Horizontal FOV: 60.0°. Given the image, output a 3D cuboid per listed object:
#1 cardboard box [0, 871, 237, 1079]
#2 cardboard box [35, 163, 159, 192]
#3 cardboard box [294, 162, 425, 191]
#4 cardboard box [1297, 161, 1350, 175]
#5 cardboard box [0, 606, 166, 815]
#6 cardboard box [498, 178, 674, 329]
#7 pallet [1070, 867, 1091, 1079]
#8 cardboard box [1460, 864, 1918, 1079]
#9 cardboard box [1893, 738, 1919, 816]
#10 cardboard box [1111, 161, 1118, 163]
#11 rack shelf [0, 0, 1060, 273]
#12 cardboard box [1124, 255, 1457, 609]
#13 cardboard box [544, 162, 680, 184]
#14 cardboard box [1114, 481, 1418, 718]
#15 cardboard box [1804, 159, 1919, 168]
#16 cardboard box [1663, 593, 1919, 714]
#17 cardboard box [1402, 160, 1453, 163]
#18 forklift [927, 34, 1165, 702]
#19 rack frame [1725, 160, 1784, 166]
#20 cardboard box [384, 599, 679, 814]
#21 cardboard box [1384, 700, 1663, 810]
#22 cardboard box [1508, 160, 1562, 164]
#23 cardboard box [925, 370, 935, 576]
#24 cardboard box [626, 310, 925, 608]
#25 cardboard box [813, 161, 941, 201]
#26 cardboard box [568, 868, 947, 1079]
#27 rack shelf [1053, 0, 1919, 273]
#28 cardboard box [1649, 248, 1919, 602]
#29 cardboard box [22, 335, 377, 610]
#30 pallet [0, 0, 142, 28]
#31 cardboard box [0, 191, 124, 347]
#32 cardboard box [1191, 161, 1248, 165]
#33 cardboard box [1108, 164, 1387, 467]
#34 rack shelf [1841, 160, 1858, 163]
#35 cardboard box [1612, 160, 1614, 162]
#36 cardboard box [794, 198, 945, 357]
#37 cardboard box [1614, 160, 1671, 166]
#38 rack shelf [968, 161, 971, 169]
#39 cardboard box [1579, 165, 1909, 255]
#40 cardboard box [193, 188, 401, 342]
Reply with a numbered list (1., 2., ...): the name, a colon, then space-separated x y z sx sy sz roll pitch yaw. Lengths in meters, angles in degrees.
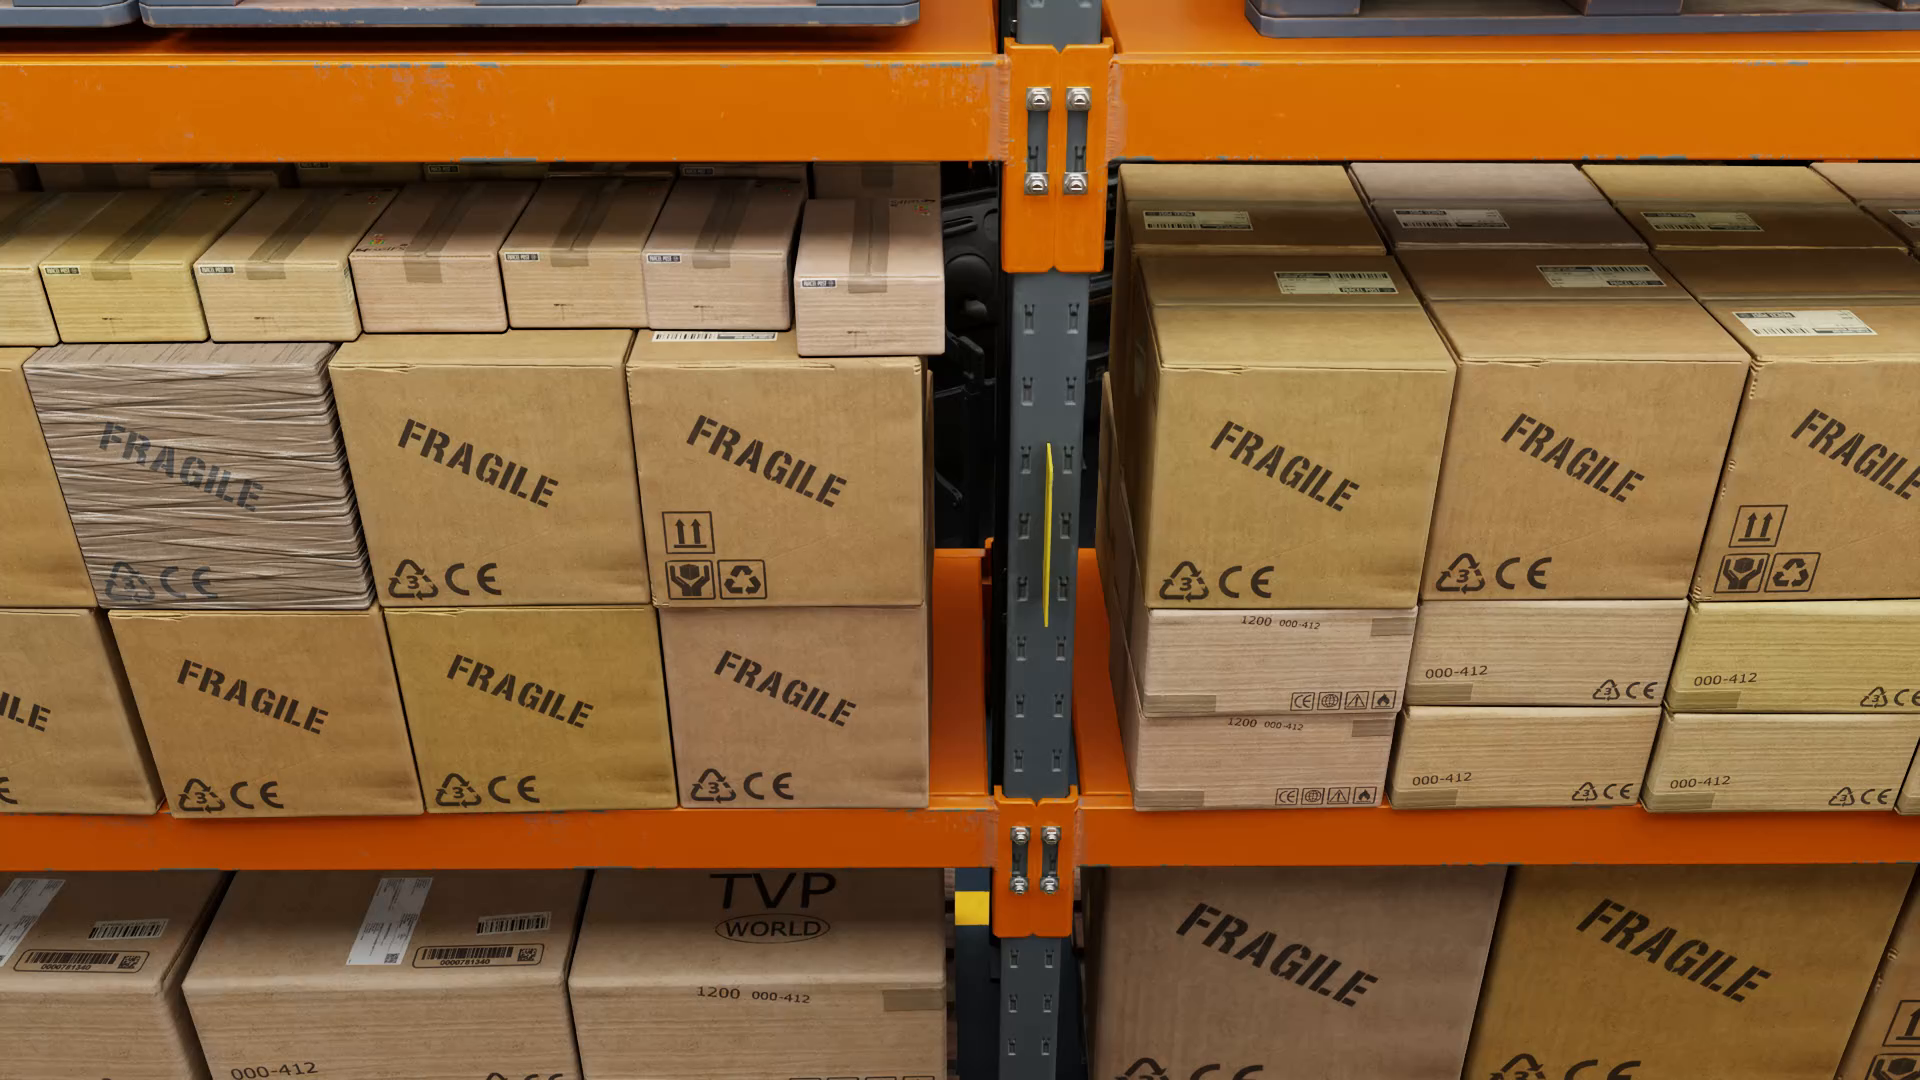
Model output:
1. cardboard box: -2.275 0.977 4.313 0.875 0.438 0.875 1 31 1
2. cardboard box: -1.690 -0.776 3.452 0.250 0.149 0.380 0 31 0
3. cardboard box: -1.193 -0.785 3.466 0.250 0.149 0.380 -1 31 -2
4. cardboard box: 1.783 -1.753 8.126 0.250 0.149 0.380 1 31 1
5. cardboard box: -1.852 0.209 3.418 0.500 0.500 0.500 1 31 1
6. cardboard box: -0.669 -0.531 3.048 0.250 0.149 0.380 0 31 0
7. pallet: 0.922 1.261 4.469 1.213 0.211 1.003 0 31 0
8. cardboard box: 1.673 0.789 4.202 0.875 0.875 0.875 1 31 1
9. cardboard box: 2.122 0.317 3.480 0.500 0.250 0.500 -1 31 -1
10. cardboard box: 0.737 -1.869 8.031 0.250 0.149 0.380 -2 31 -3
11. rack shelf: -1.849 -0.859 3.075 4.000 0.370 1.077 0 31 0
12. cardboard box: 0.592 -0.213 3.148 0.500 0.500 0.500 0 31 0
13. cardboard box: -0.678 -0.739 3.391 0.250 0.149 0.380 -1 31 -1
14. cardboard box: 0.592 0.105 3.347 0.500 0.250 0.500 -1 31 -2
15. cardboard box: 4.741 -1.636 8.440 0.625 0.625 0.875 1 31 1
16. cardboard box: 1.618 0.101 3.354 0.500 0.250 0.500 0 31 0
17. cardboard box: 2.298 -1.743 8.110 0.250 0.149 0.380 -2 31 -3
18. forklift: 0.337 -0.940 5.474 1.130 2.935 3.031 -16 35 -25
19. rack frame: 4.117 -2.477 7.941 0.127 3.000 1.000 0 31 0
20. cardboard box: -0.826 0.206 3.423 0.500 0.500 0.500 -1 31 -2
21. cardboard box: 1.110 0.307 3.496 0.500 0.250 0.500 -1 31 -2
22. cardboard box: 2.824 -1.760 8.139 0.250 0.149 0.380 1 31 1
23. cardboard box: -0.320 -0.067 3.873 0.500 0.500 0.500 1 31 1
24. cardboard box: -0.320 -0.216 3.153 0.500 0.500 0.500 0 31 -1
25. cardboard box: -0.167 -0.771 3.444 0.250 0.149 0.380 -1 31 -1
26. cardboard box: -0.478 0.972 4.321 0.875 0.438 0.875 -1 31 -1
27. rack shelf: 2.150 -0.871 3.096 4.000 0.370 1.077 0 31 0
28. cardboard box: 1.602 -0.229 3.175 0.500 0.500 0.500 -1 31 -2
29. cardboard box: -1.336 -0.212 3.147 0.500 0.500 0.500 0 31 0
30. pallet: -1.885 -1.135 2.923 1.213 0.211 1.003 0 31 0
31. cardboard box: -1.680 -0.492 2.983 0.250 0.149 0.380 0 31 0
32. cardboard box: 1.284 -1.772 8.158 0.250 0.149 0.380 -1 31 -1
33. cardboard box: 0.596 -0.492 3.609 0.500 0.500 0.500 1 31 1
34. rack shelf: 6.117 -2.176 8.138 4.000 0.370 1.077 0 31 0
35. cardboard box: 3.328 -2.039 8.598 0.250 0.149 0.380 1 31 1
36. cardboard box: -0.156 -0.472 2.950 0.250 0.149 0.380 -1 31 -1
37. cardboard box: 3.352 -1.716 8.065 0.250 0.149 0.380 -2 31 -3
38. rack shelf: -1.883 -2.151 8.097 4.000 0.370 1.077 0 31 0
39. cardboard box: 1.620 -0.489 3.604 0.500 0.500 0.500 1 31 1
40. cardboard box: -1.172 -0.502 3.000 0.250 0.149 0.380 0 31 -1
